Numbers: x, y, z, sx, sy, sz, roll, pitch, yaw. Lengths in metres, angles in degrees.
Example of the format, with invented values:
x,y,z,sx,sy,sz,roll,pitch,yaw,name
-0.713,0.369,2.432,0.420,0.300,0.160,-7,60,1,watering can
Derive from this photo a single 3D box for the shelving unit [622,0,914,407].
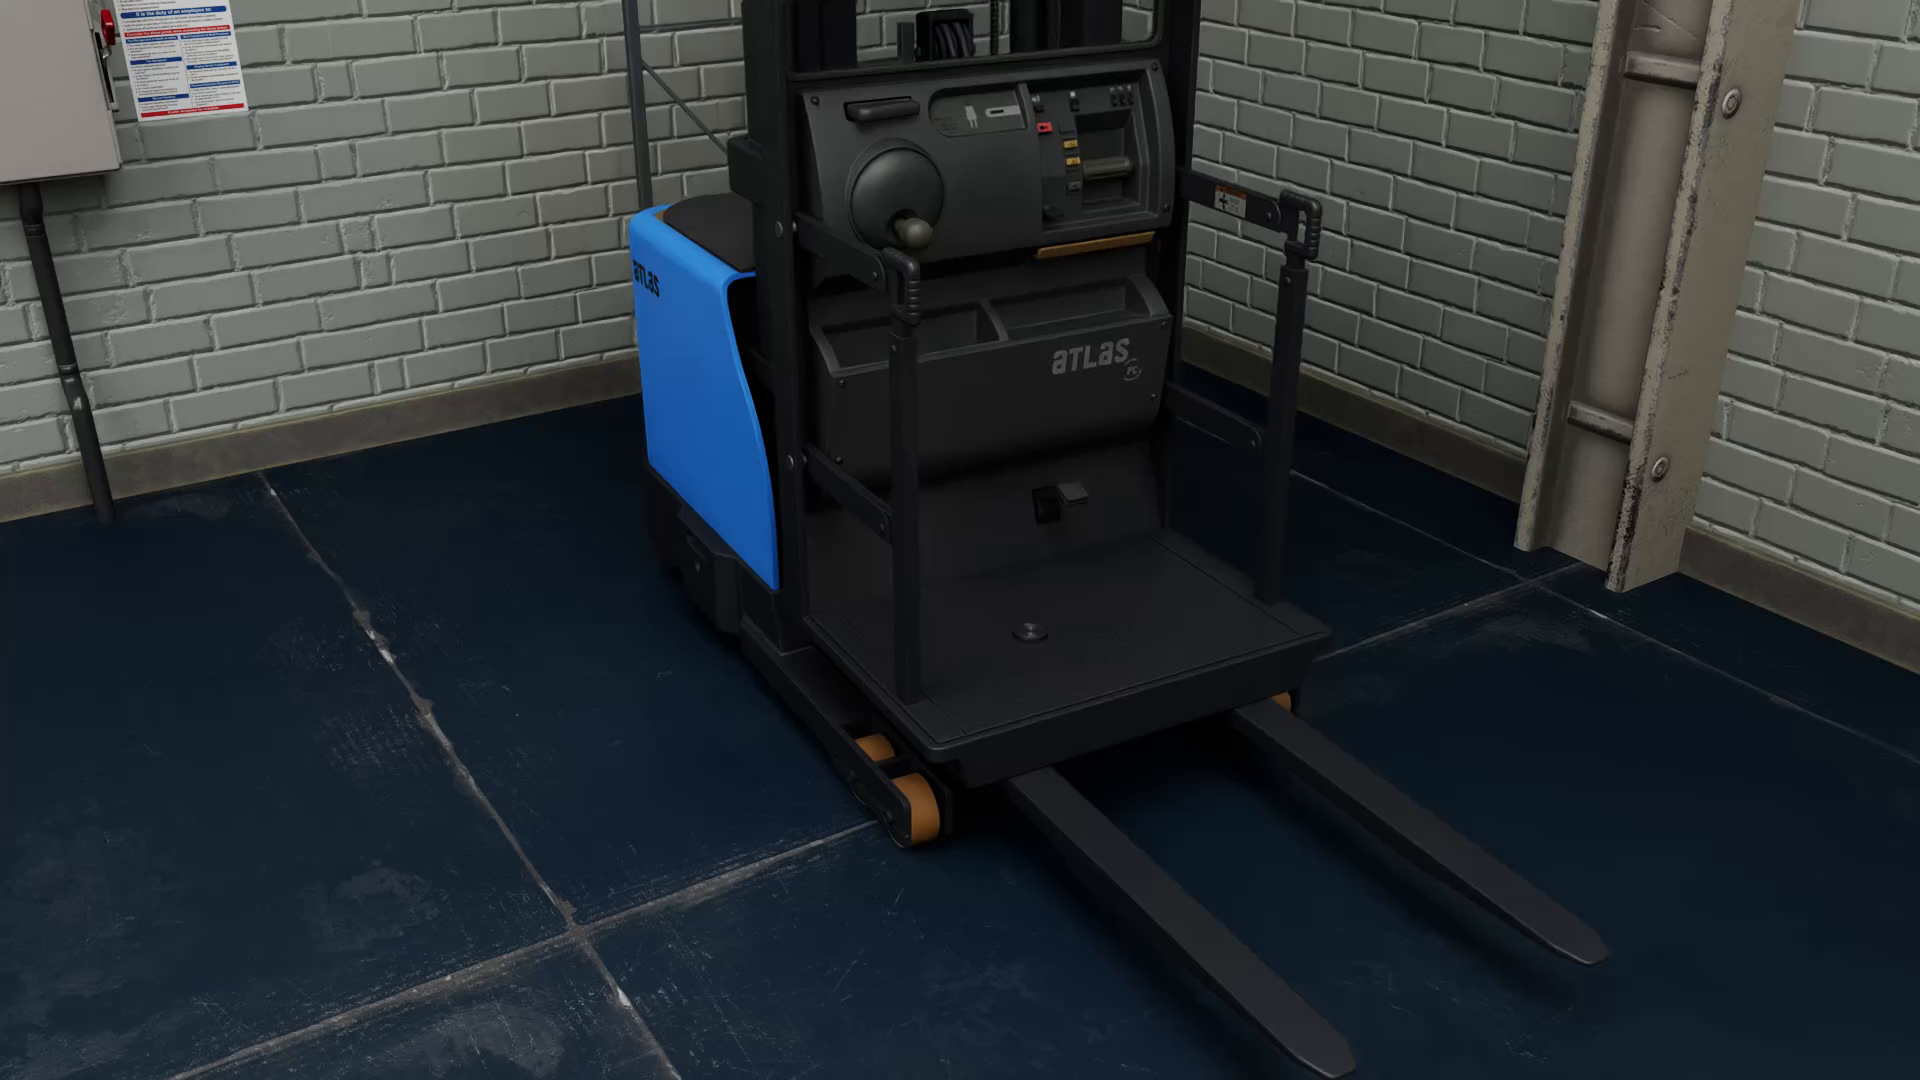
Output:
x,y,z,sx,sy,sz,roll,pitch,yaw,name
-0.650,-1.037,5.690,0.587,1.500,1.083,-16,30,-31,shelving unit

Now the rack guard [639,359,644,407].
x,y,z,sx,sy,sz,roll,pitch,yaw,name
-0.931,-0.648,6.329,0.587,0.250,0.087,-16,30,-31,rack guard

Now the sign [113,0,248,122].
x,y,z,sx,sy,sz,roll,pitch,yaw,name
-2.429,-1.567,5.168,0.329,0.494,0.001,-16,29,-30,sign

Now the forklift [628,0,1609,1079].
x,y,z,sx,sy,sz,roll,pitch,yaw,name
0.190,-0.850,3.616,1.130,2.935,3.031,-13,28,-26,forklift

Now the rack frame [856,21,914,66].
x,y,z,sx,sy,sz,roll,pitch,yaw,name
-0.358,-0.855,5.304,0.500,1.500,0.032,-16,30,-31,rack frame

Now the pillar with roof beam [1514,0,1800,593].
x,y,z,sx,sy,sz,roll,pitch,yaw,name
-1.638,-3.015,1.095,9.100,9.000,0.400,-16,29,-30,pillar with roof beam

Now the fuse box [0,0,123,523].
x,y,z,sx,sy,sz,roll,pitch,yaw,name
-2.729,-0.839,5.022,0.539,1.711,0.414,-16,29,-30,fuse box

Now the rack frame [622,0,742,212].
x,y,z,sx,sy,sz,roll,pitch,yaw,name
-0.931,-1.213,6.063,0.500,1.500,0.032,-16,30,-31,rack frame
